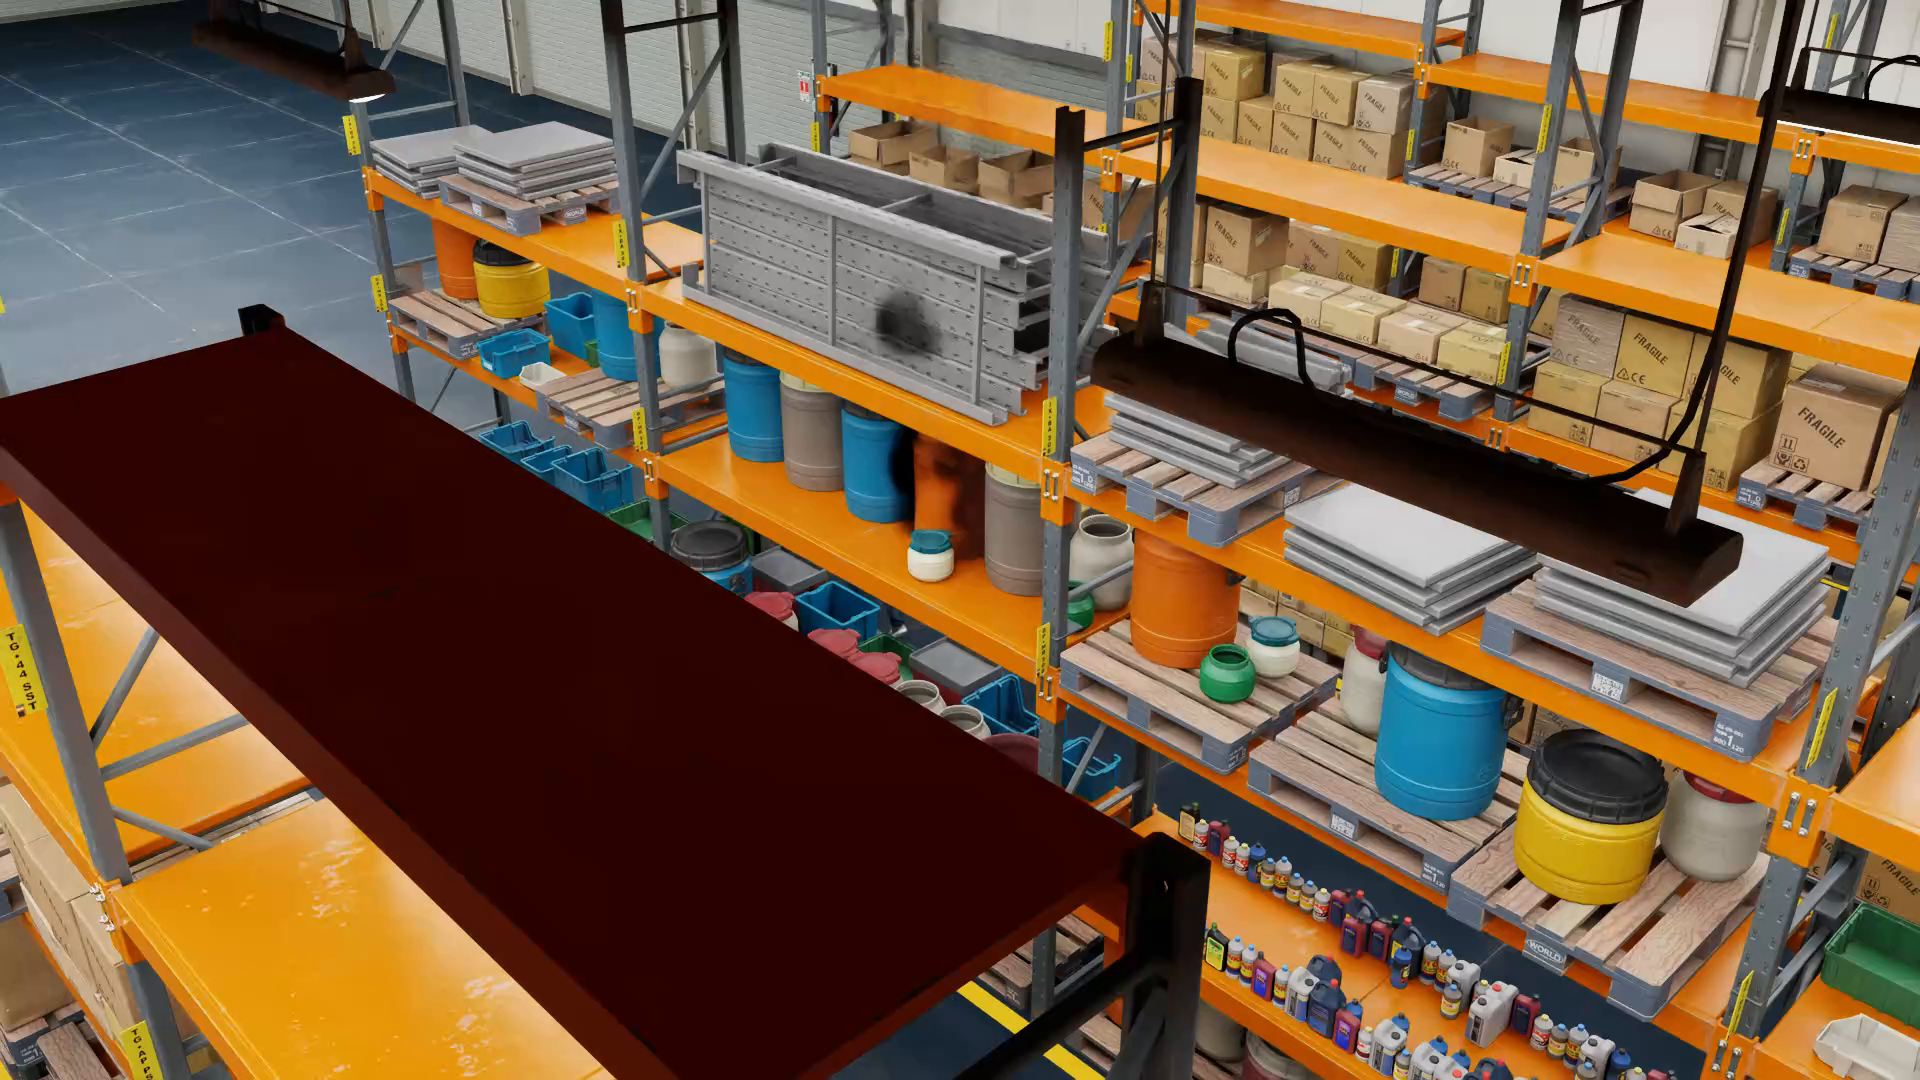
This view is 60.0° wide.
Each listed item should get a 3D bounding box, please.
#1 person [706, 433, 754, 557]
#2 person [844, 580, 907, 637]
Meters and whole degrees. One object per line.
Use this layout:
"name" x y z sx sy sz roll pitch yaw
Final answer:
"person" -2.085 -0.260 15.607 0.672 1.714 0.987 -19 34 -32
"person" -0.815 0.164 14.823 0.873 1.607 0.542 24 37 37
